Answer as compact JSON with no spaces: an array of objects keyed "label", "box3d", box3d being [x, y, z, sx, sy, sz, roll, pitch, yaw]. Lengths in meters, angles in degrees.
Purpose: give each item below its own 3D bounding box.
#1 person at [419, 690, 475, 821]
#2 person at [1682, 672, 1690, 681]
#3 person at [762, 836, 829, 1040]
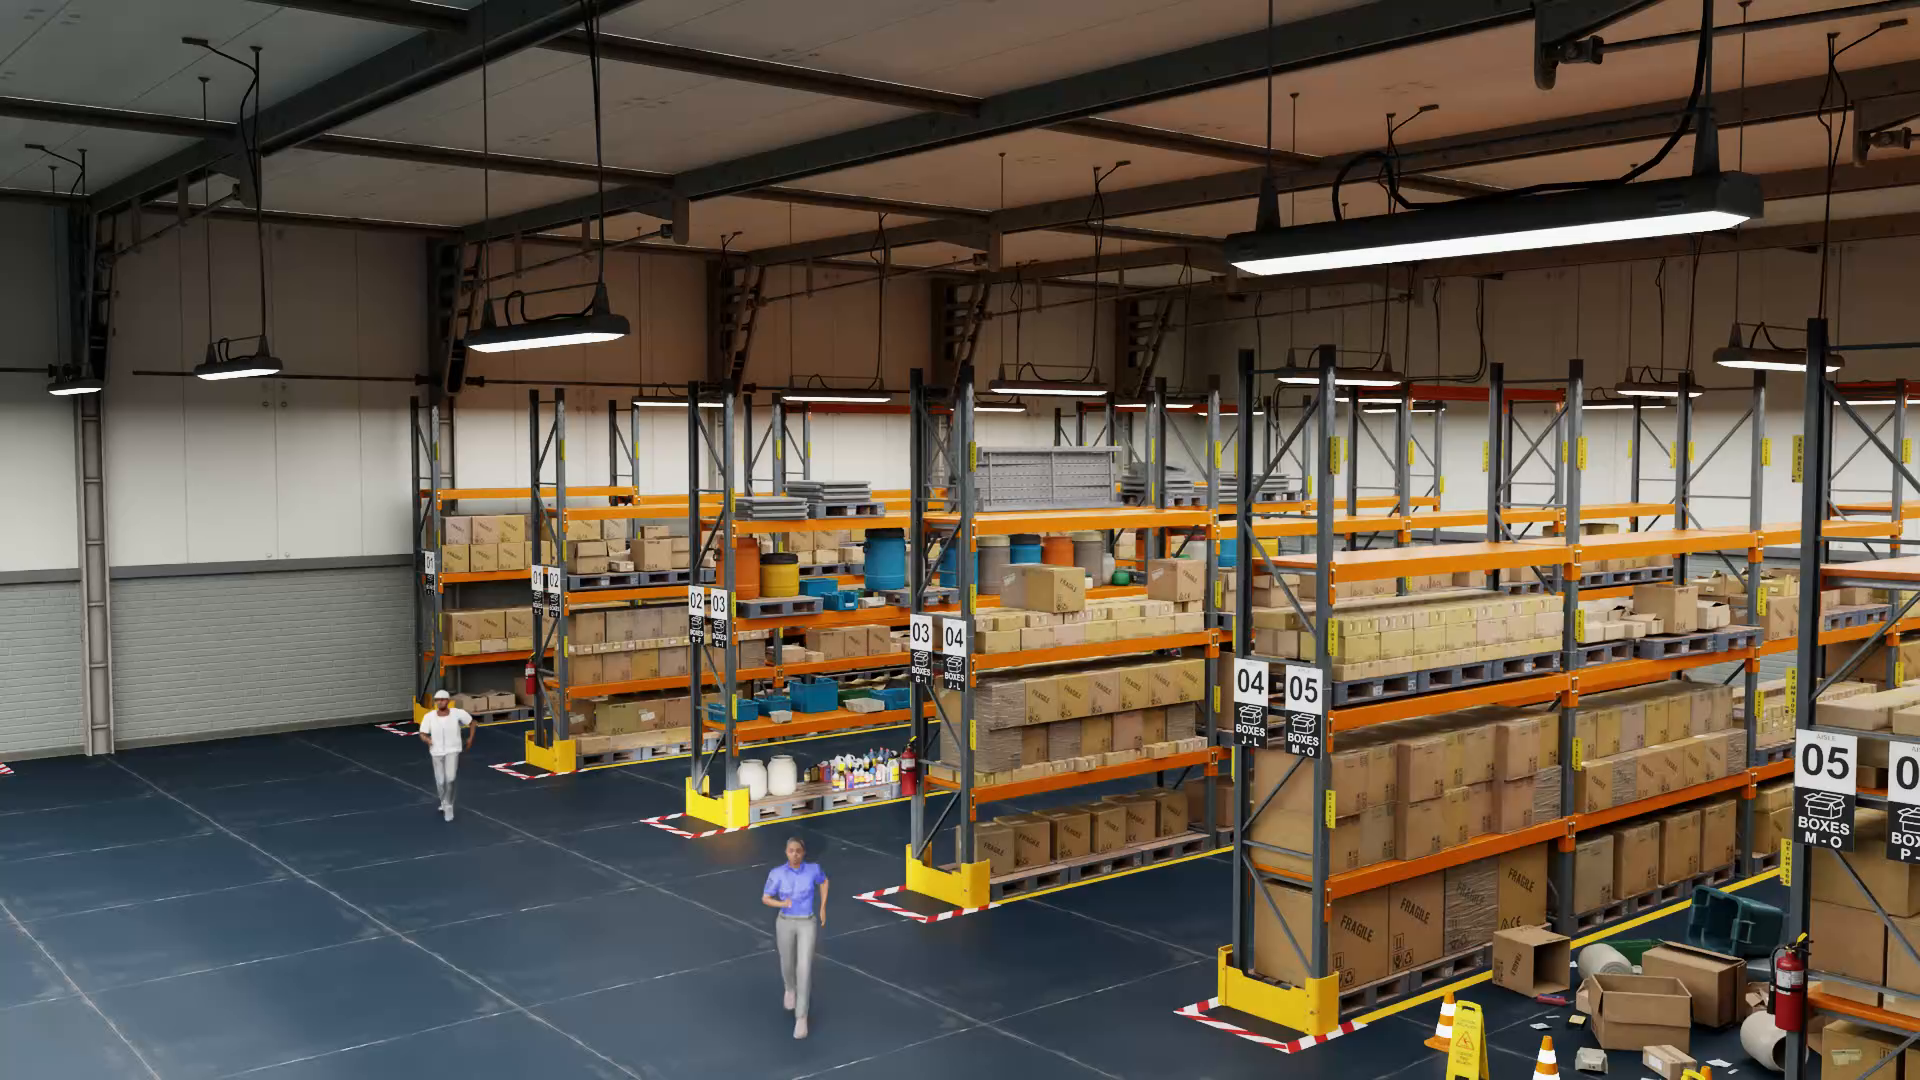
[{"label":"person","box3d":[-7.072,2.957,22.891,0.707,1.788,0.734,0,3,-6]},{"label":"person","box3d":[11.336,2.844,26.025,0.528,1.580,0.826,3,5,42]},{"label":"person","box3d":[-1.458,3.450,14.742,0.577,1.686,0.873,0,3,-3]}]
